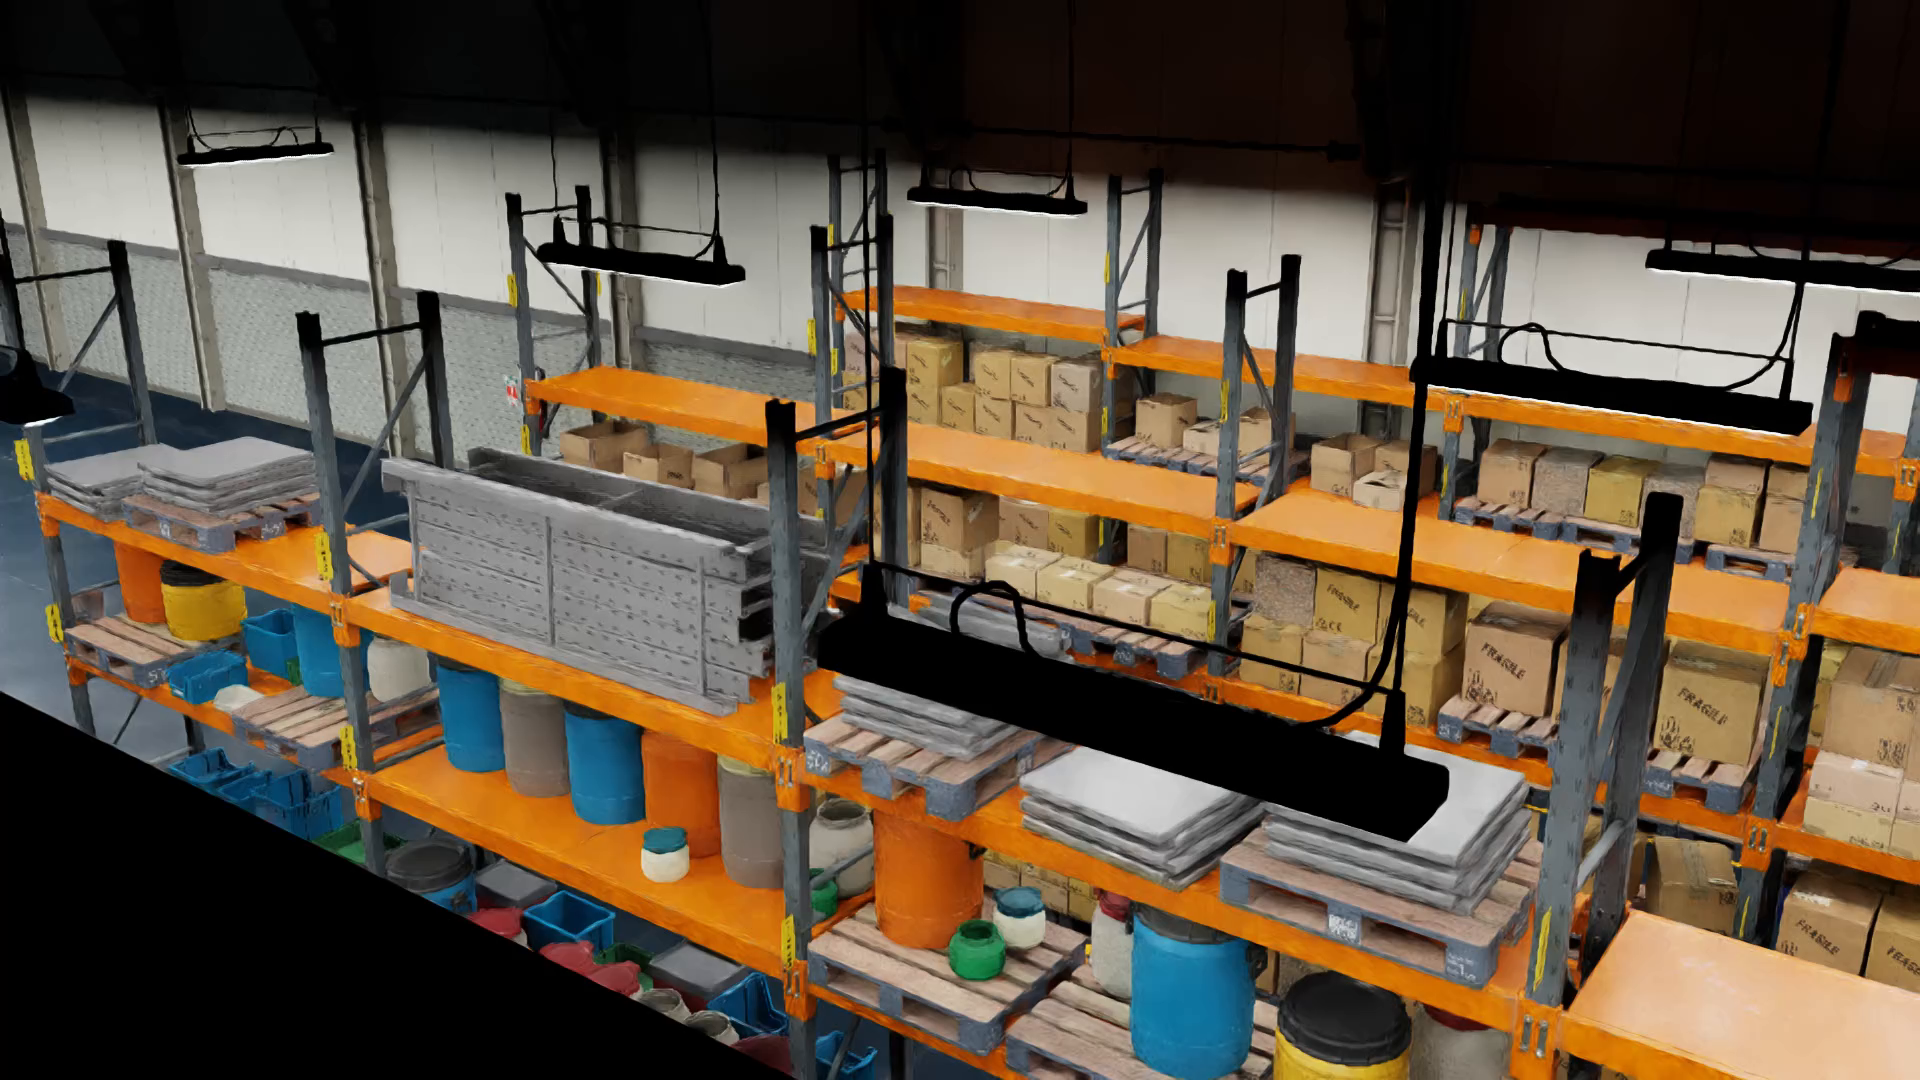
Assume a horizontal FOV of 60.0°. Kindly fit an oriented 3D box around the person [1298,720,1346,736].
[{"bbox_3d":[3.698,1.883,16.887,0.996,1.622,0.448,10,21,26],"label":"person"}]

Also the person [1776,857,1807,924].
[{"bbox_3d":[6.540,3.230,12.963,0.518,1.604,0.592,12,22,32],"label":"person"}]
